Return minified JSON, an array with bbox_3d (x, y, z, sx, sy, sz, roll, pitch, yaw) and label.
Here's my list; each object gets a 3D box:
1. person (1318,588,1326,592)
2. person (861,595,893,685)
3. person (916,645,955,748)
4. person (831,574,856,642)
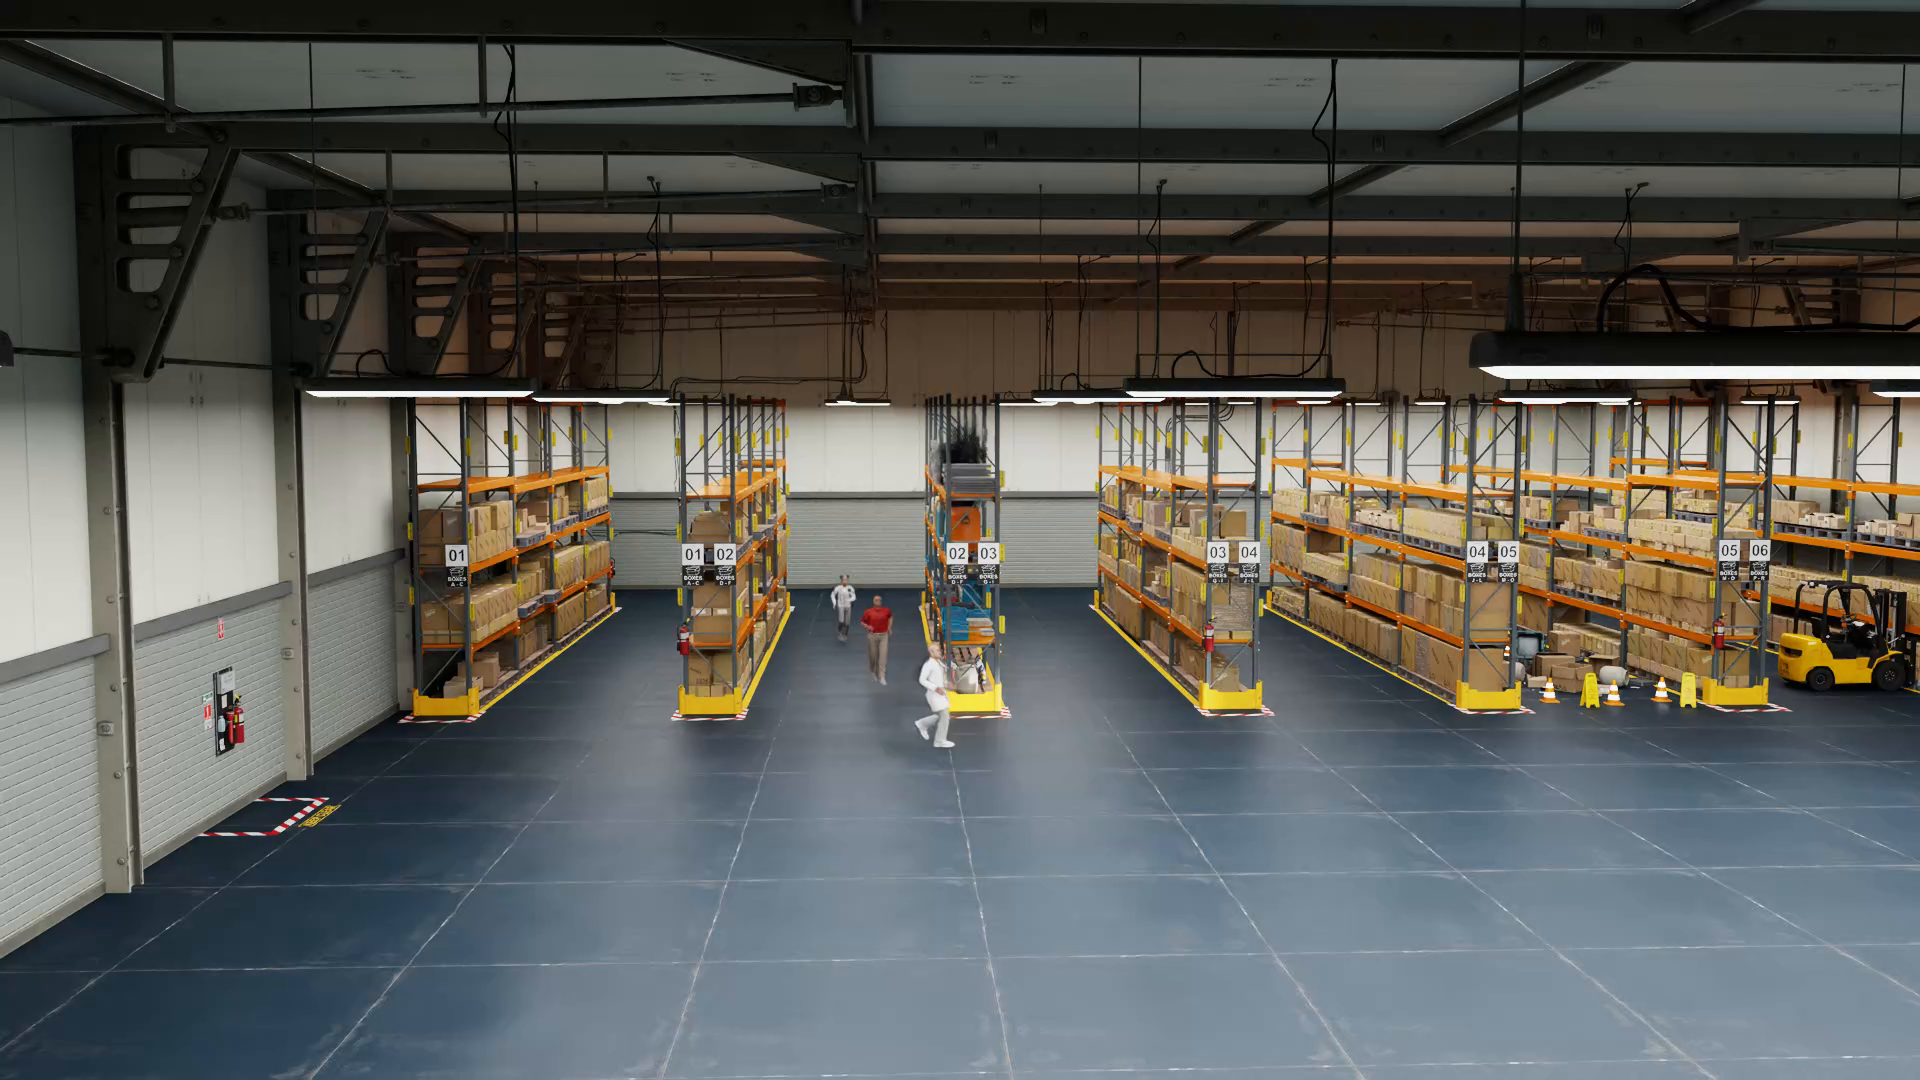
[{"bbox_3d":[10.530,1.016,48.545,0.727,1.752,0.926,-2,5,-26],"label":"person"},{"bbox_3d":[-1.623,1.973,32.959,0.664,1.758,0.882,-1,5,-11],"label":"person"},{"bbox_3d":[-0.440,2.633,28.142,0.753,1.730,0.712,2,5,22],"label":"person"},{"bbox_3d":[-2.831,1.663,40.673,0.586,1.666,0.624,-1,5,-12],"label":"person"}]
